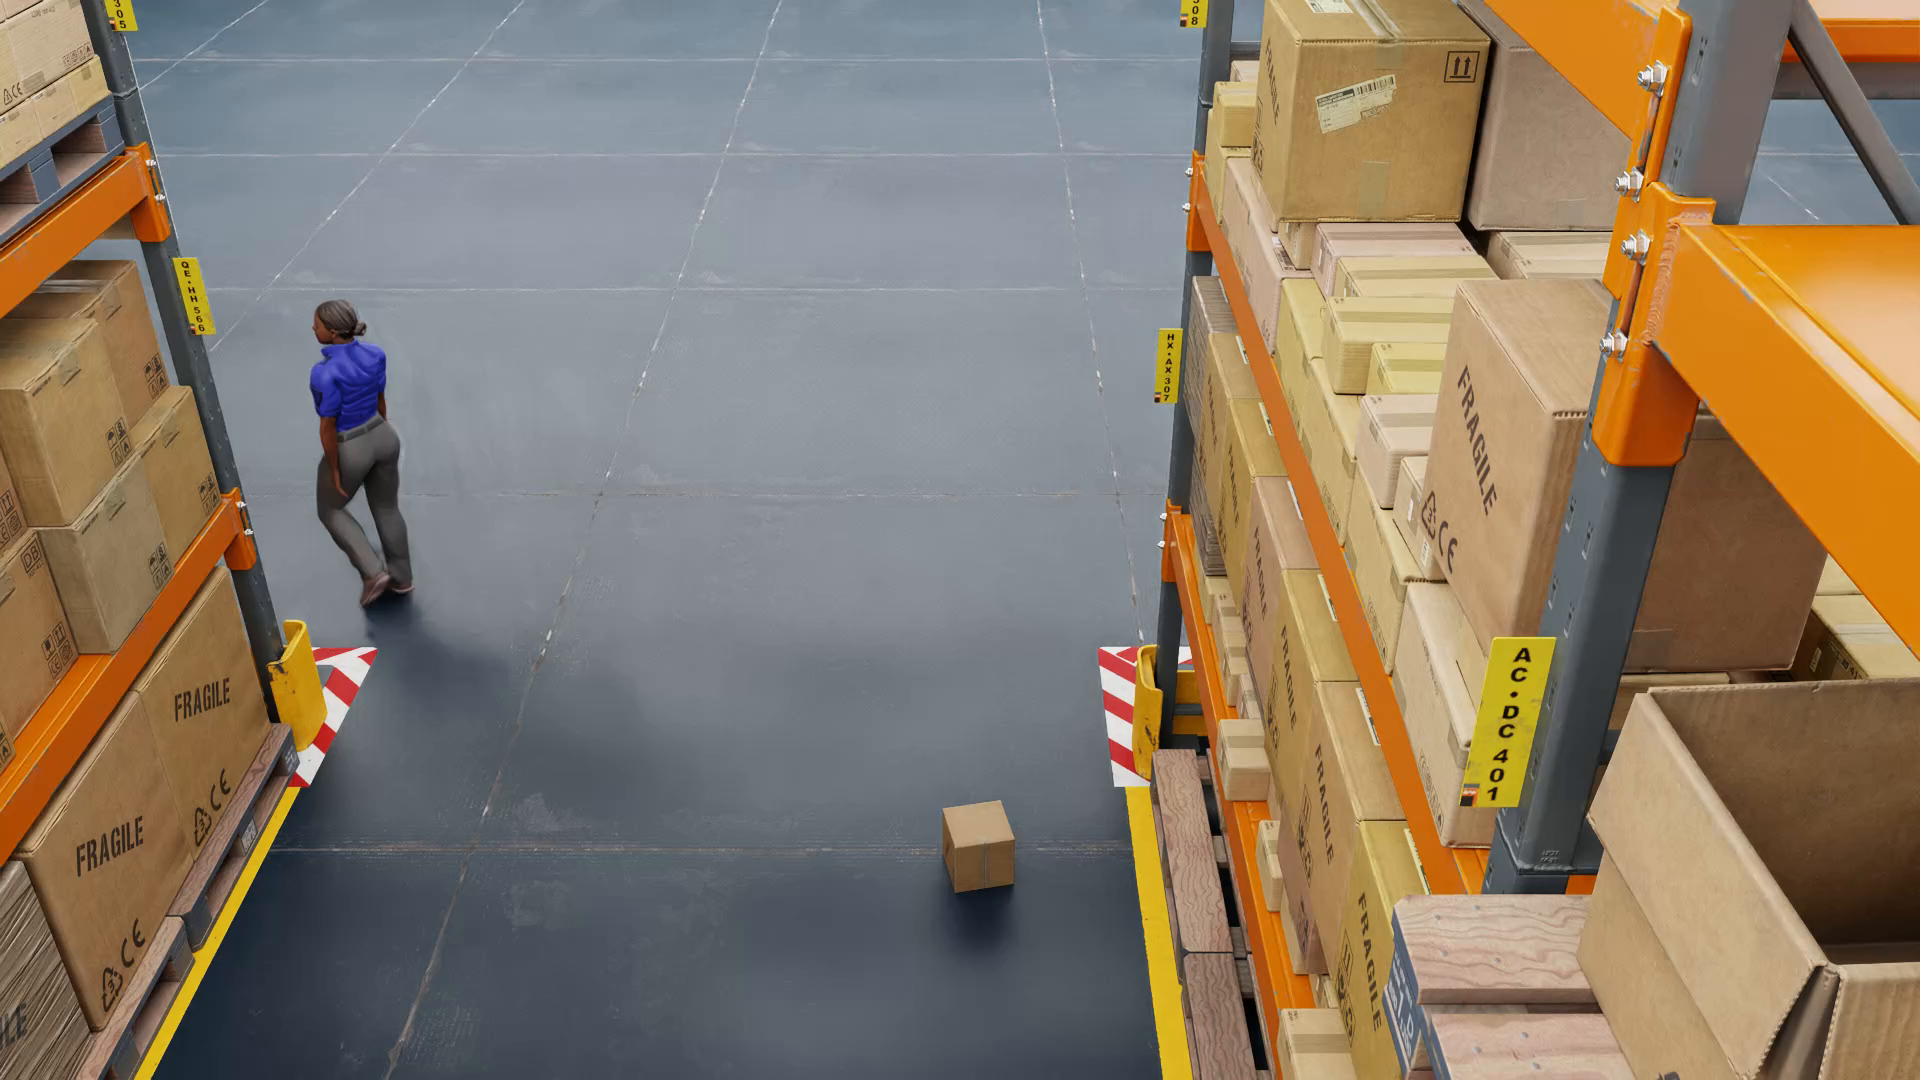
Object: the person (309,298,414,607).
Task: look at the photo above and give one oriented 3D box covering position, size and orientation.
[{"bbox_3d":[-3.032,-0.428,8.325,0.399,1.677,0.454,21,37,30],"label":"person"}]
